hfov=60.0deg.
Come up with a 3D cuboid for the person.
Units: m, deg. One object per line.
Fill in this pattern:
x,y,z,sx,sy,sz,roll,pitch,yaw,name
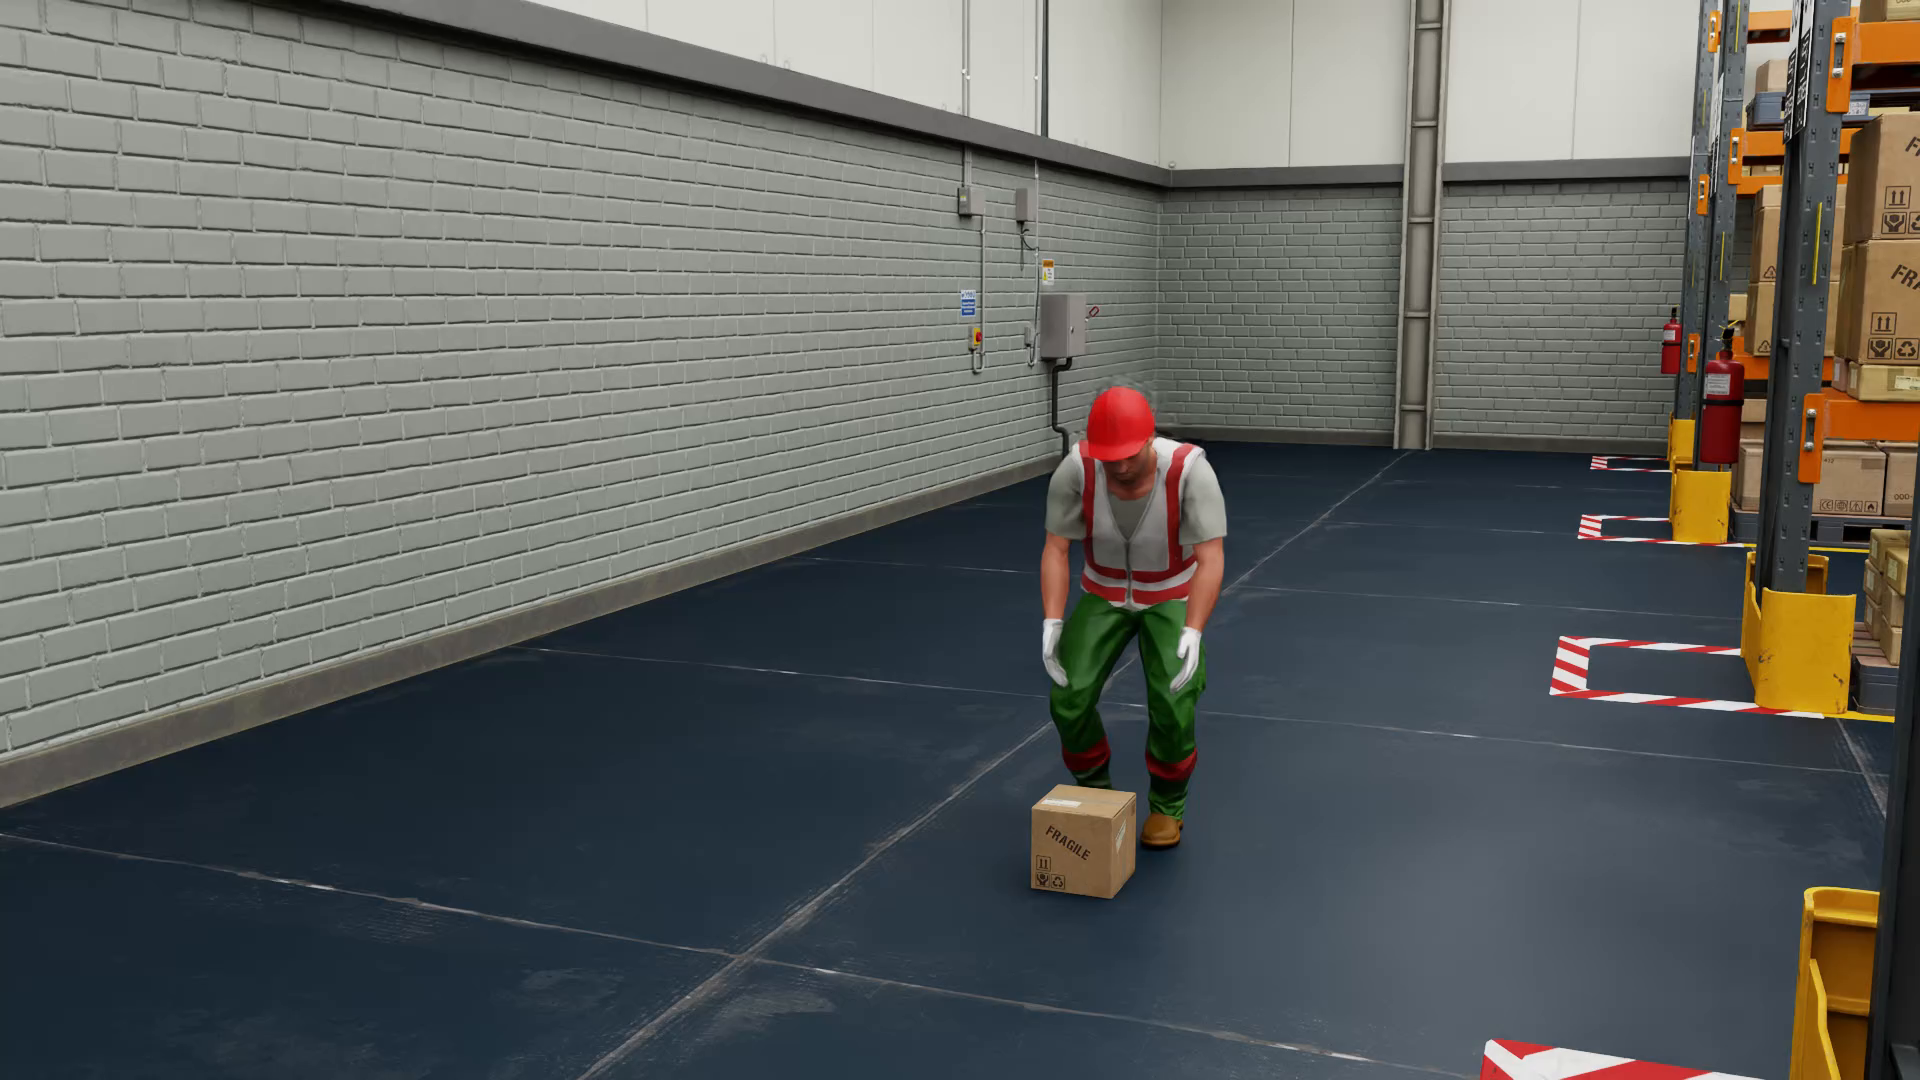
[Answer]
0.559,0.239,5.251,0.582,1.471,0.731,3,9,21,person
